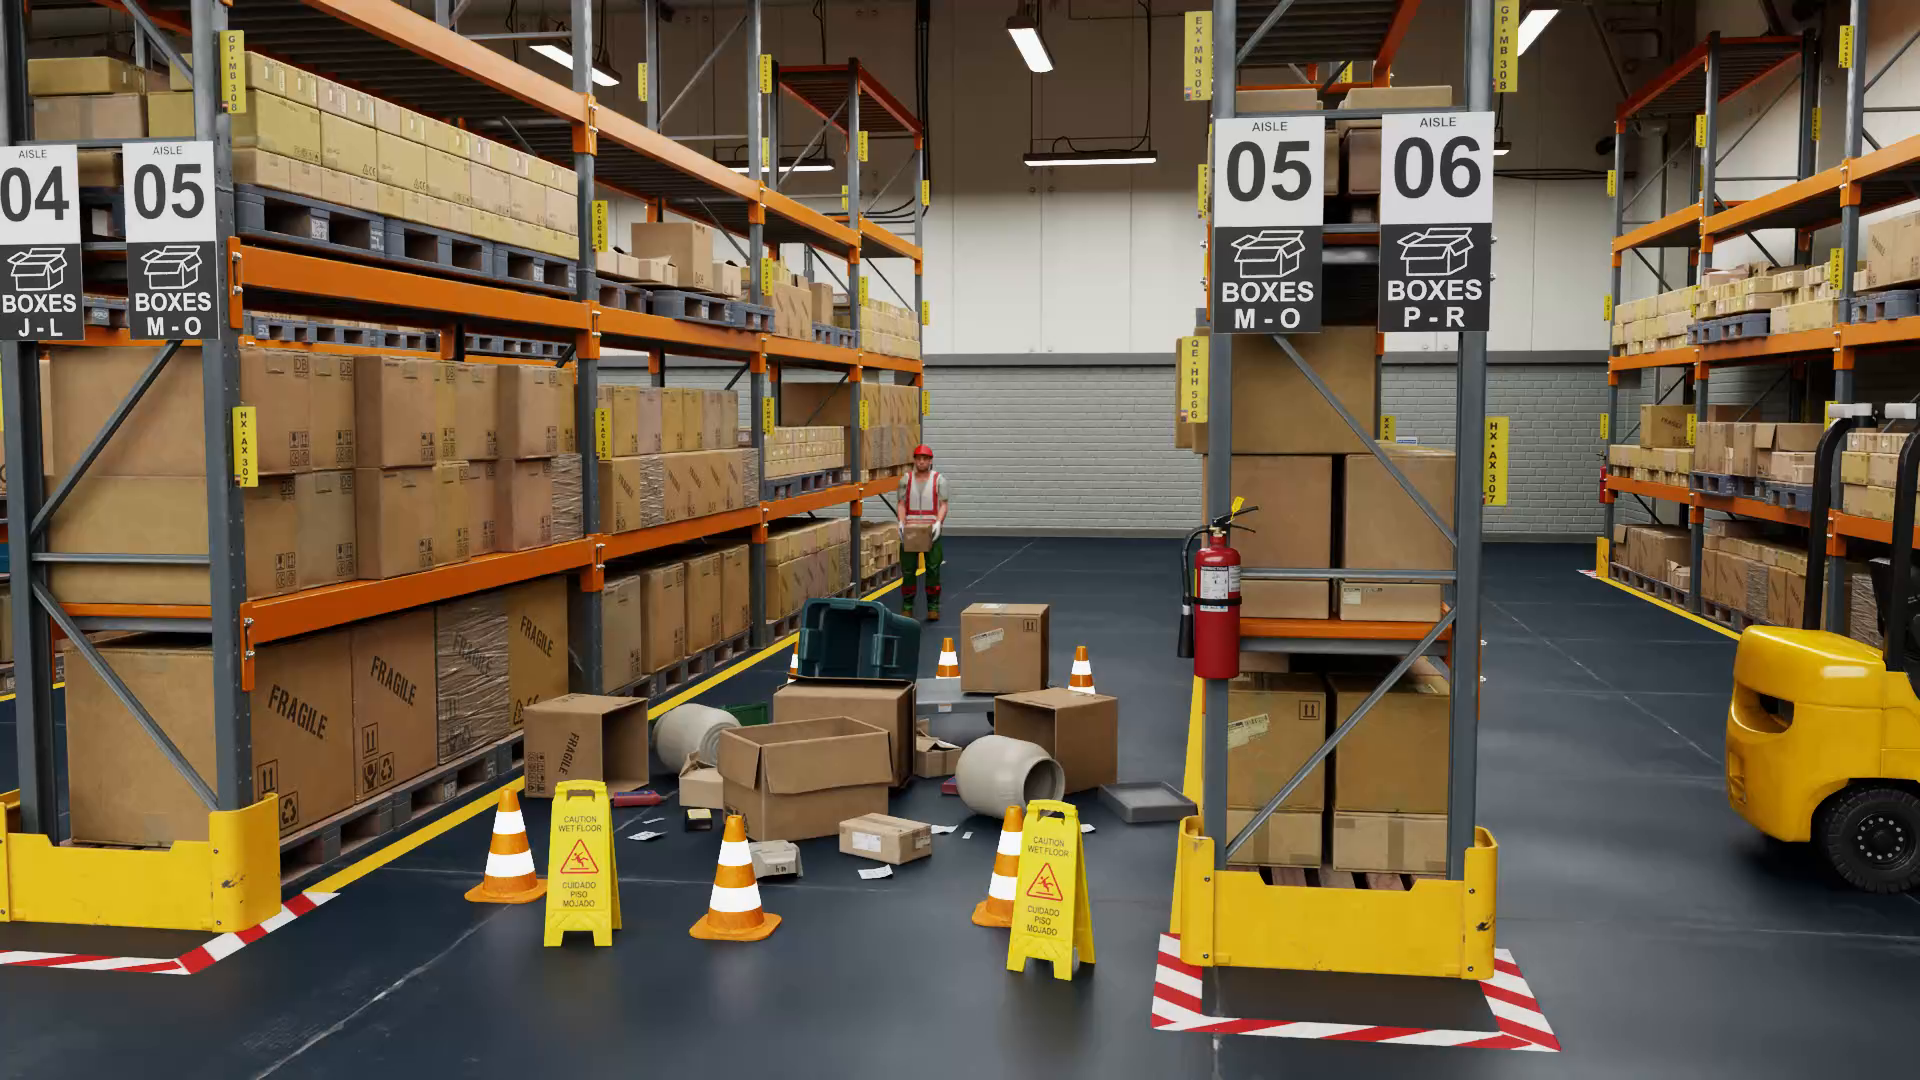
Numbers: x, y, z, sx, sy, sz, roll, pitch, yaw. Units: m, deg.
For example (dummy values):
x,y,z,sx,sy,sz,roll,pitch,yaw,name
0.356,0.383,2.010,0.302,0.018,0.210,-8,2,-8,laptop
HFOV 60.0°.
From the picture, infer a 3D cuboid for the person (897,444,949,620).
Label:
x,y,z,sx,sy,sz,roll,pitch,yaw,name
-0.387,-0.080,16.931,0.533,1.793,0.474,1,4,8,person
